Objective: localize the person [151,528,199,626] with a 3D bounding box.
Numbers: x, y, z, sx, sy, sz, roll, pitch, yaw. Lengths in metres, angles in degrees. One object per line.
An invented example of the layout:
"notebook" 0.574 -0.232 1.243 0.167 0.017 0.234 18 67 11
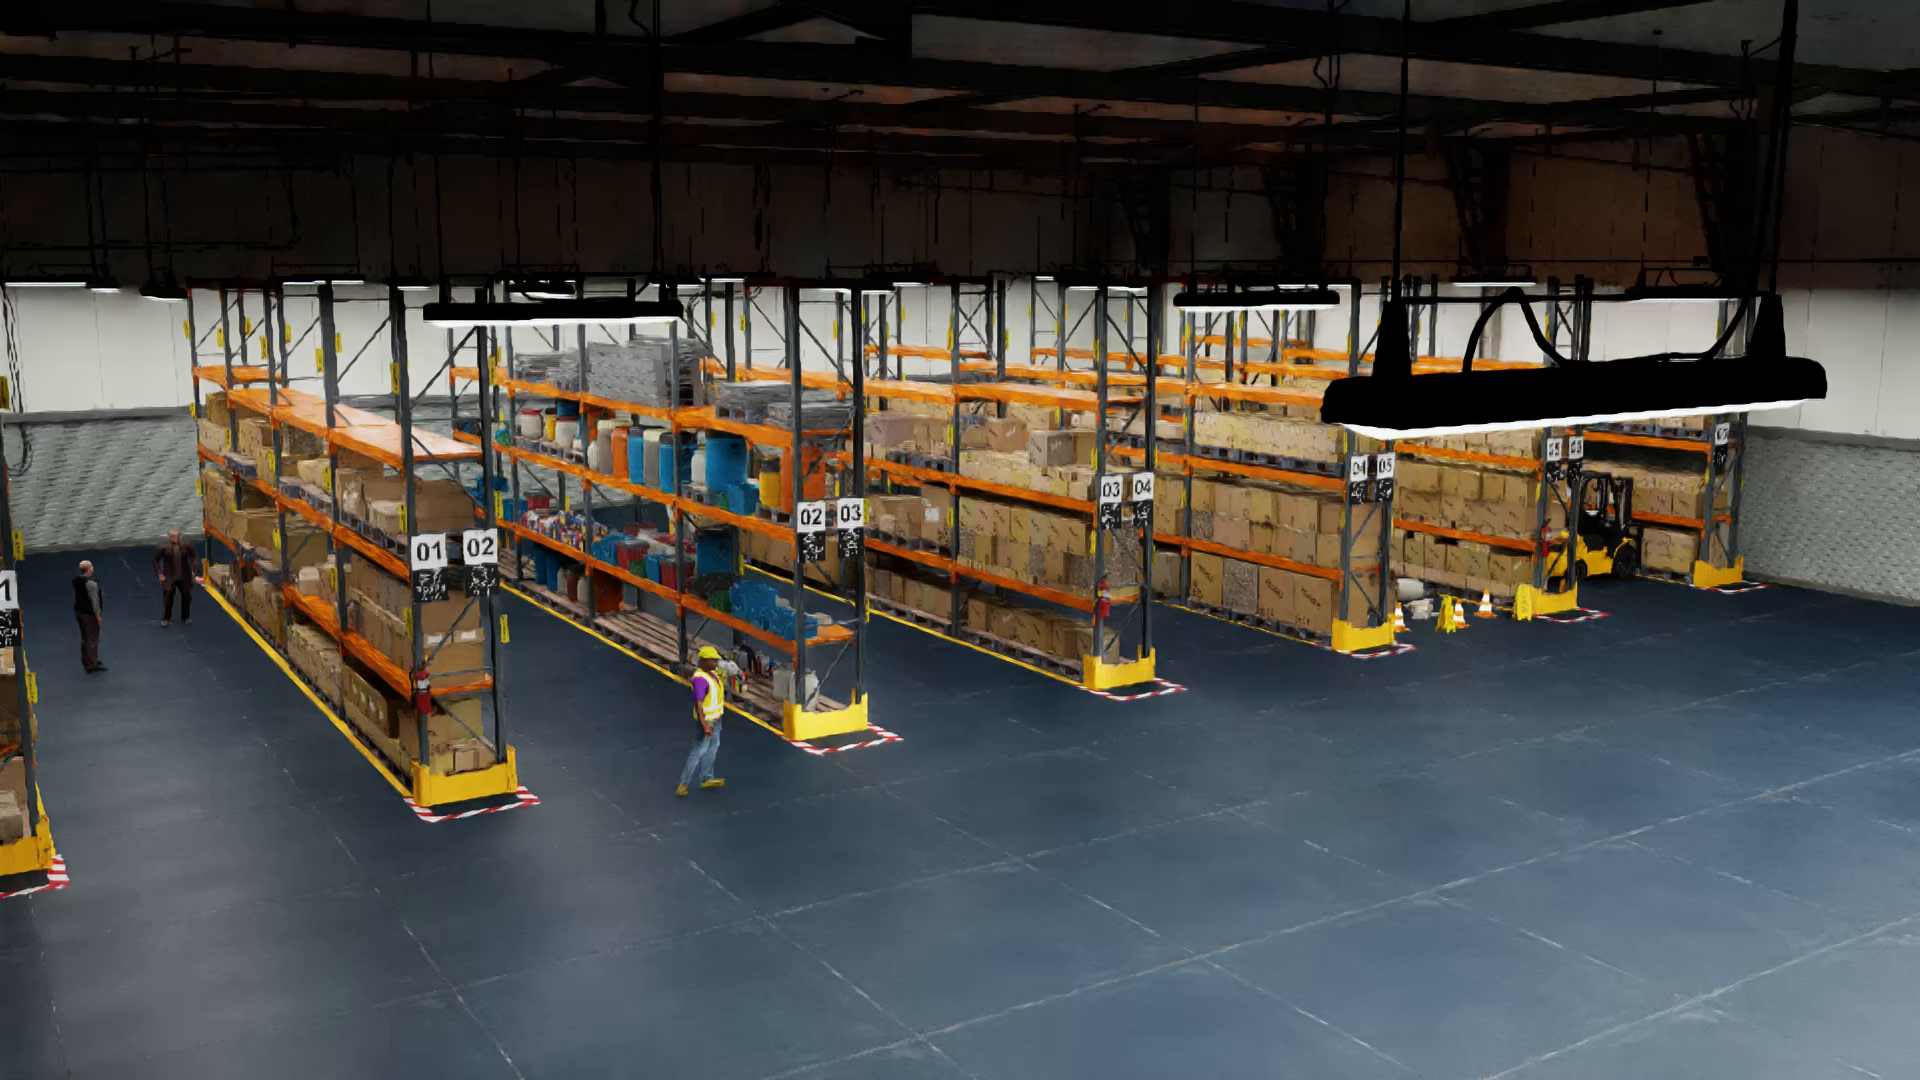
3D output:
"person" -13.696 0.636 29.048 0.729 1.733 0.538 -6 11 -33

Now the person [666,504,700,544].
"person" -5.888 -0.422 35.339 0.729 1.733 0.546 -6 11 -33

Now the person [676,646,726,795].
"person" -3.117 2.154 19.945 0.484 1.759 0.737 2 10 13

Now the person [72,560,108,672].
"person" -13.511 1.157 25.833 0.615 1.727 0.405 7 12 35
